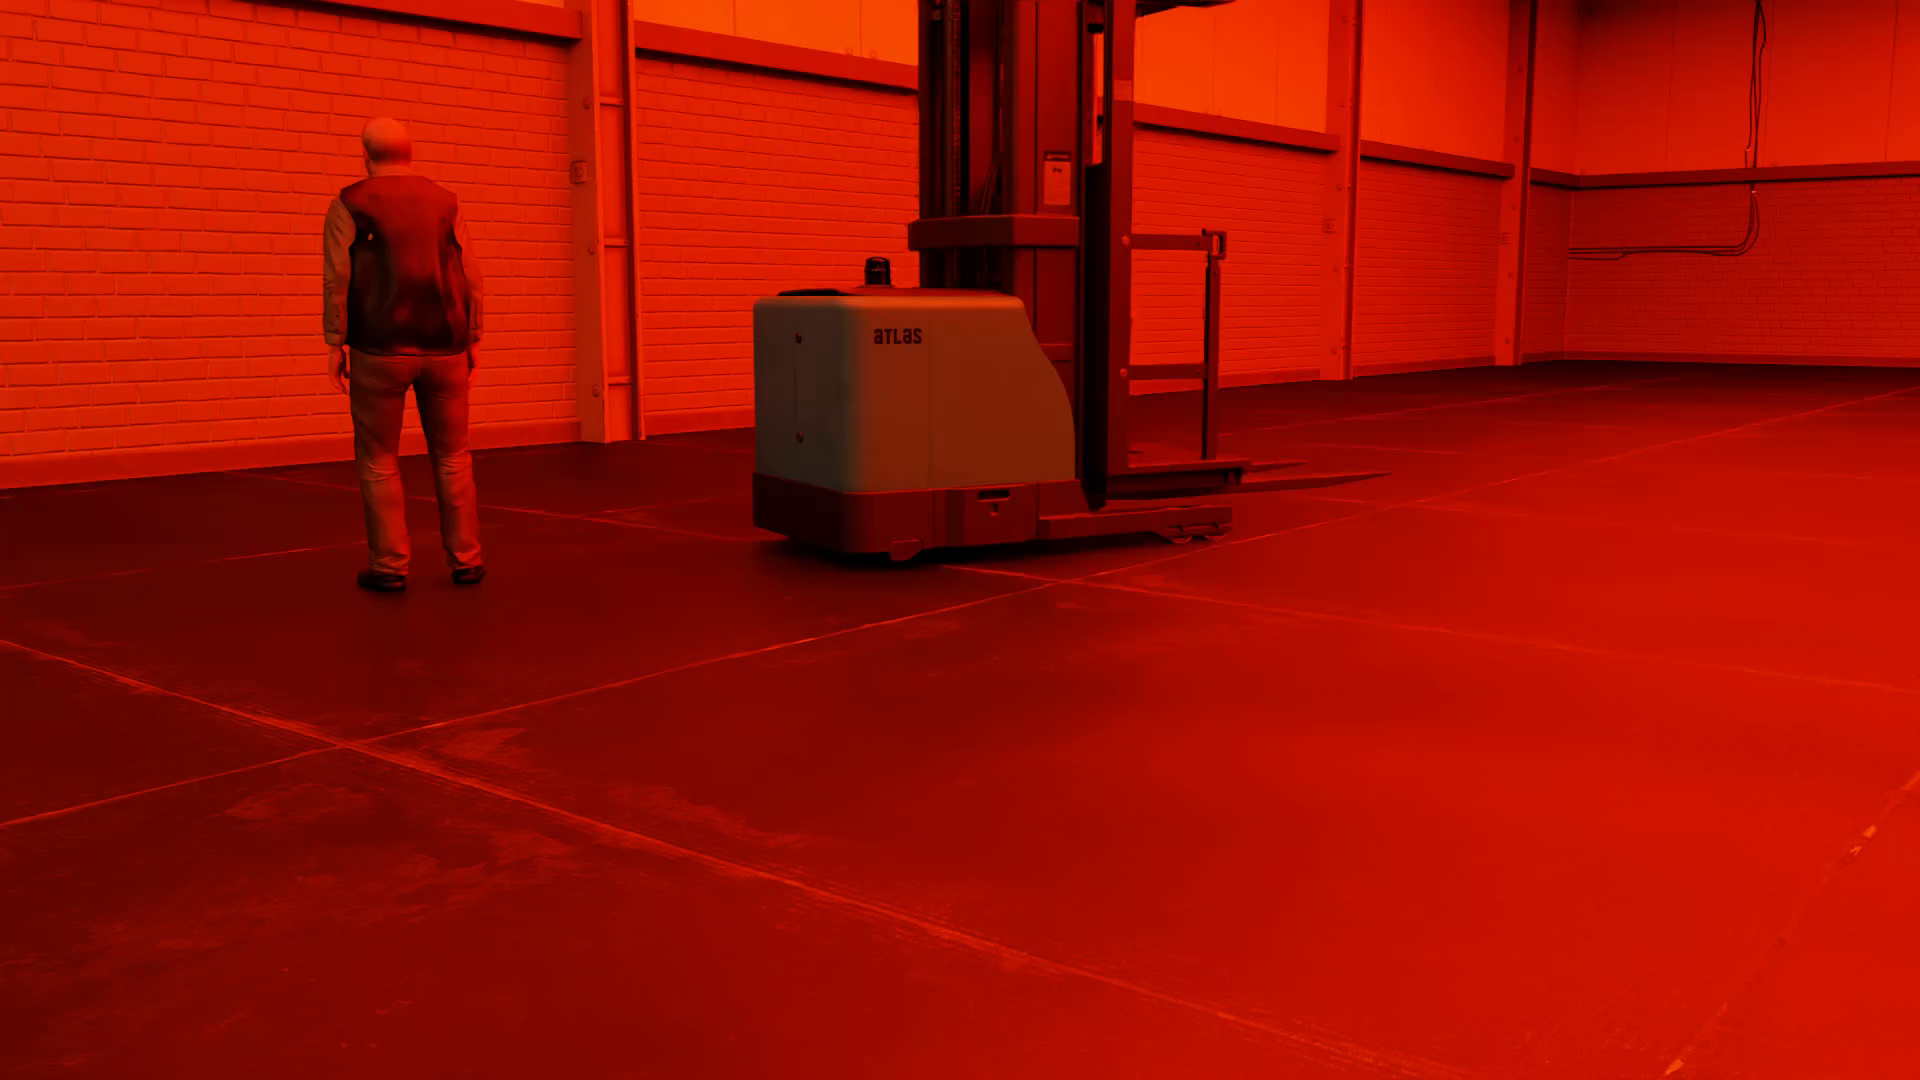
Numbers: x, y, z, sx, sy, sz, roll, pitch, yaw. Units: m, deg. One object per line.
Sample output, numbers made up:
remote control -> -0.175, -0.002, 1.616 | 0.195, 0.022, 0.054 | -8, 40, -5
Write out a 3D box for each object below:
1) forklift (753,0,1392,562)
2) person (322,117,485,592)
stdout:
forklift -> 0.628, -1.493, 7.483 | 3.031, 2.935, 1.130 | -5, 10, -29
person -> -2.034, -0.680, 6.117 | 0.579, 1.719, 0.421 | -5, 10, -32
